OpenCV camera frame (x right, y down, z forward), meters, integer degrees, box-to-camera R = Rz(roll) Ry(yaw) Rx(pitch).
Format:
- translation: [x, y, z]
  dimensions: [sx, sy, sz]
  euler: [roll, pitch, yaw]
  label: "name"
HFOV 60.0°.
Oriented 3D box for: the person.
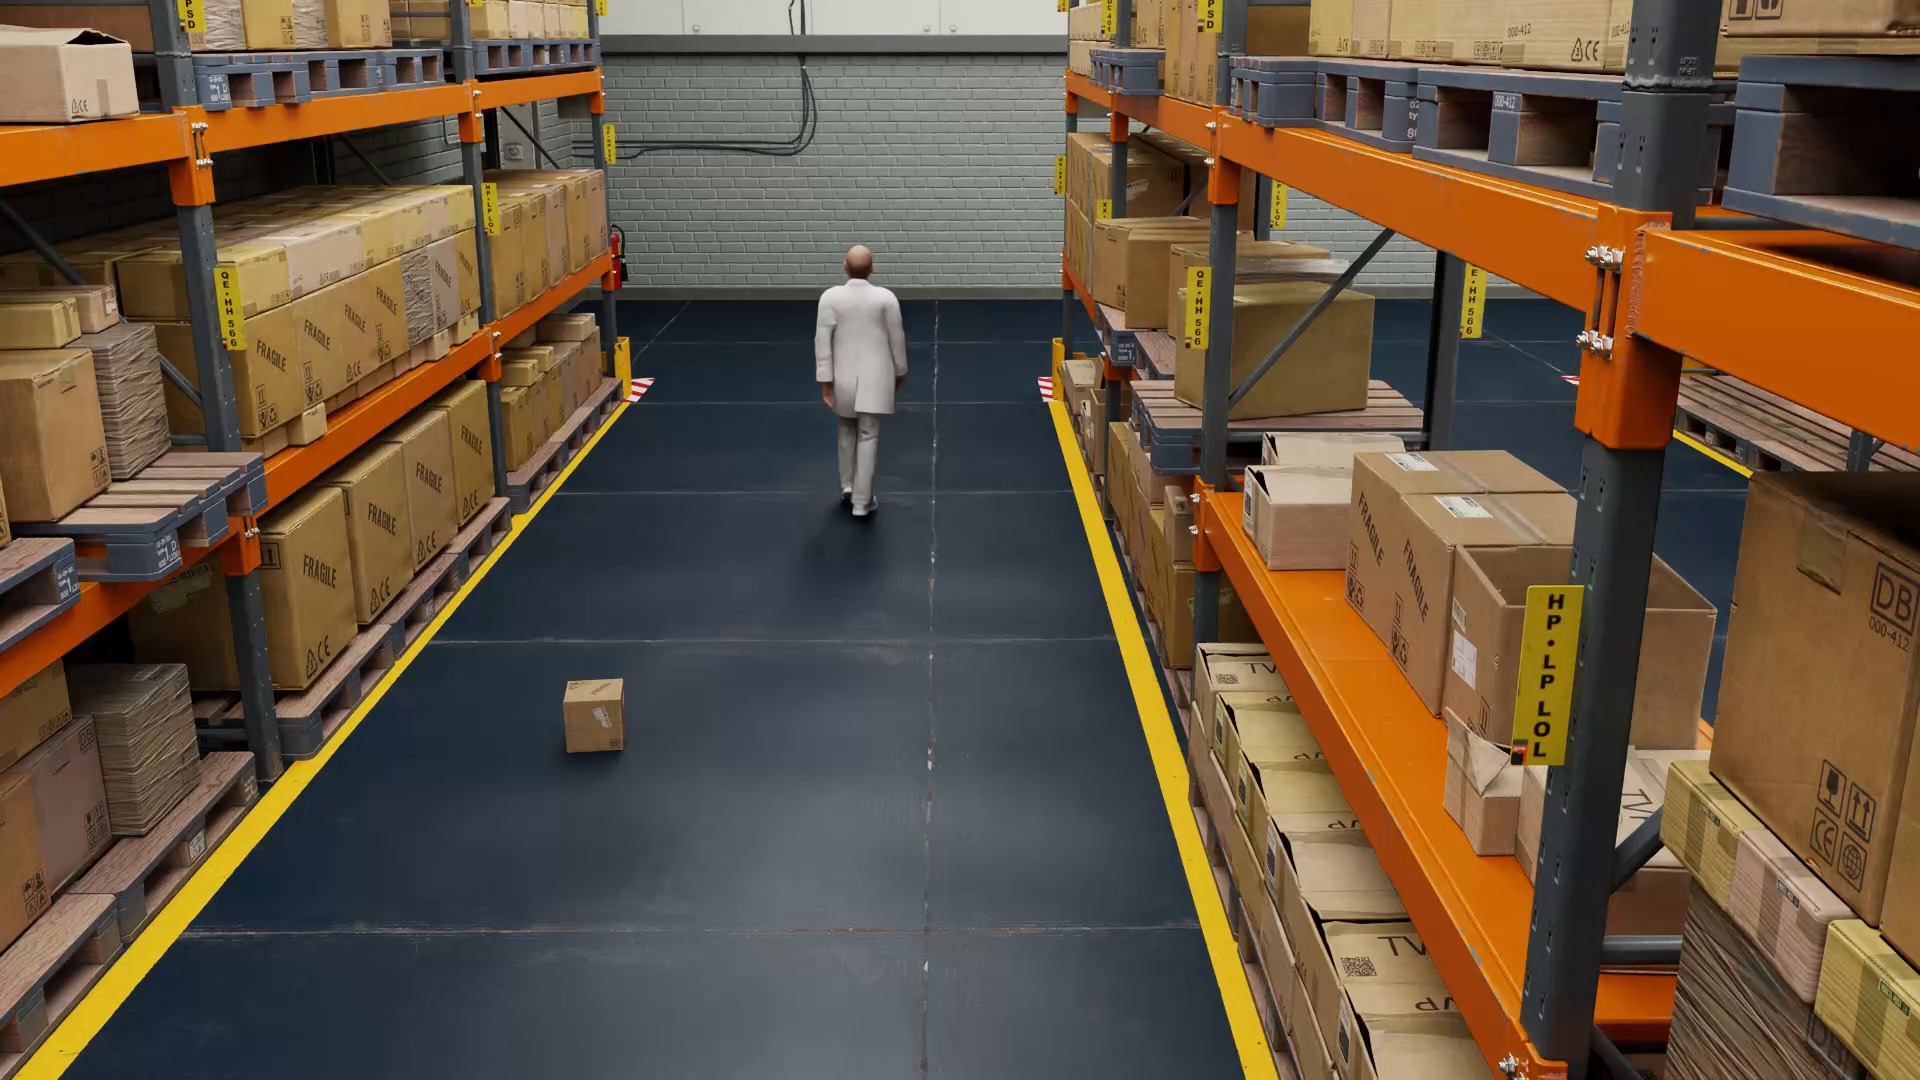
- translation: [-0.638, -1.046, 11.077]
  dimensions: [0.571, 1.842, 0.736]
  euler: [3, 17, 9]
  label: "person"
